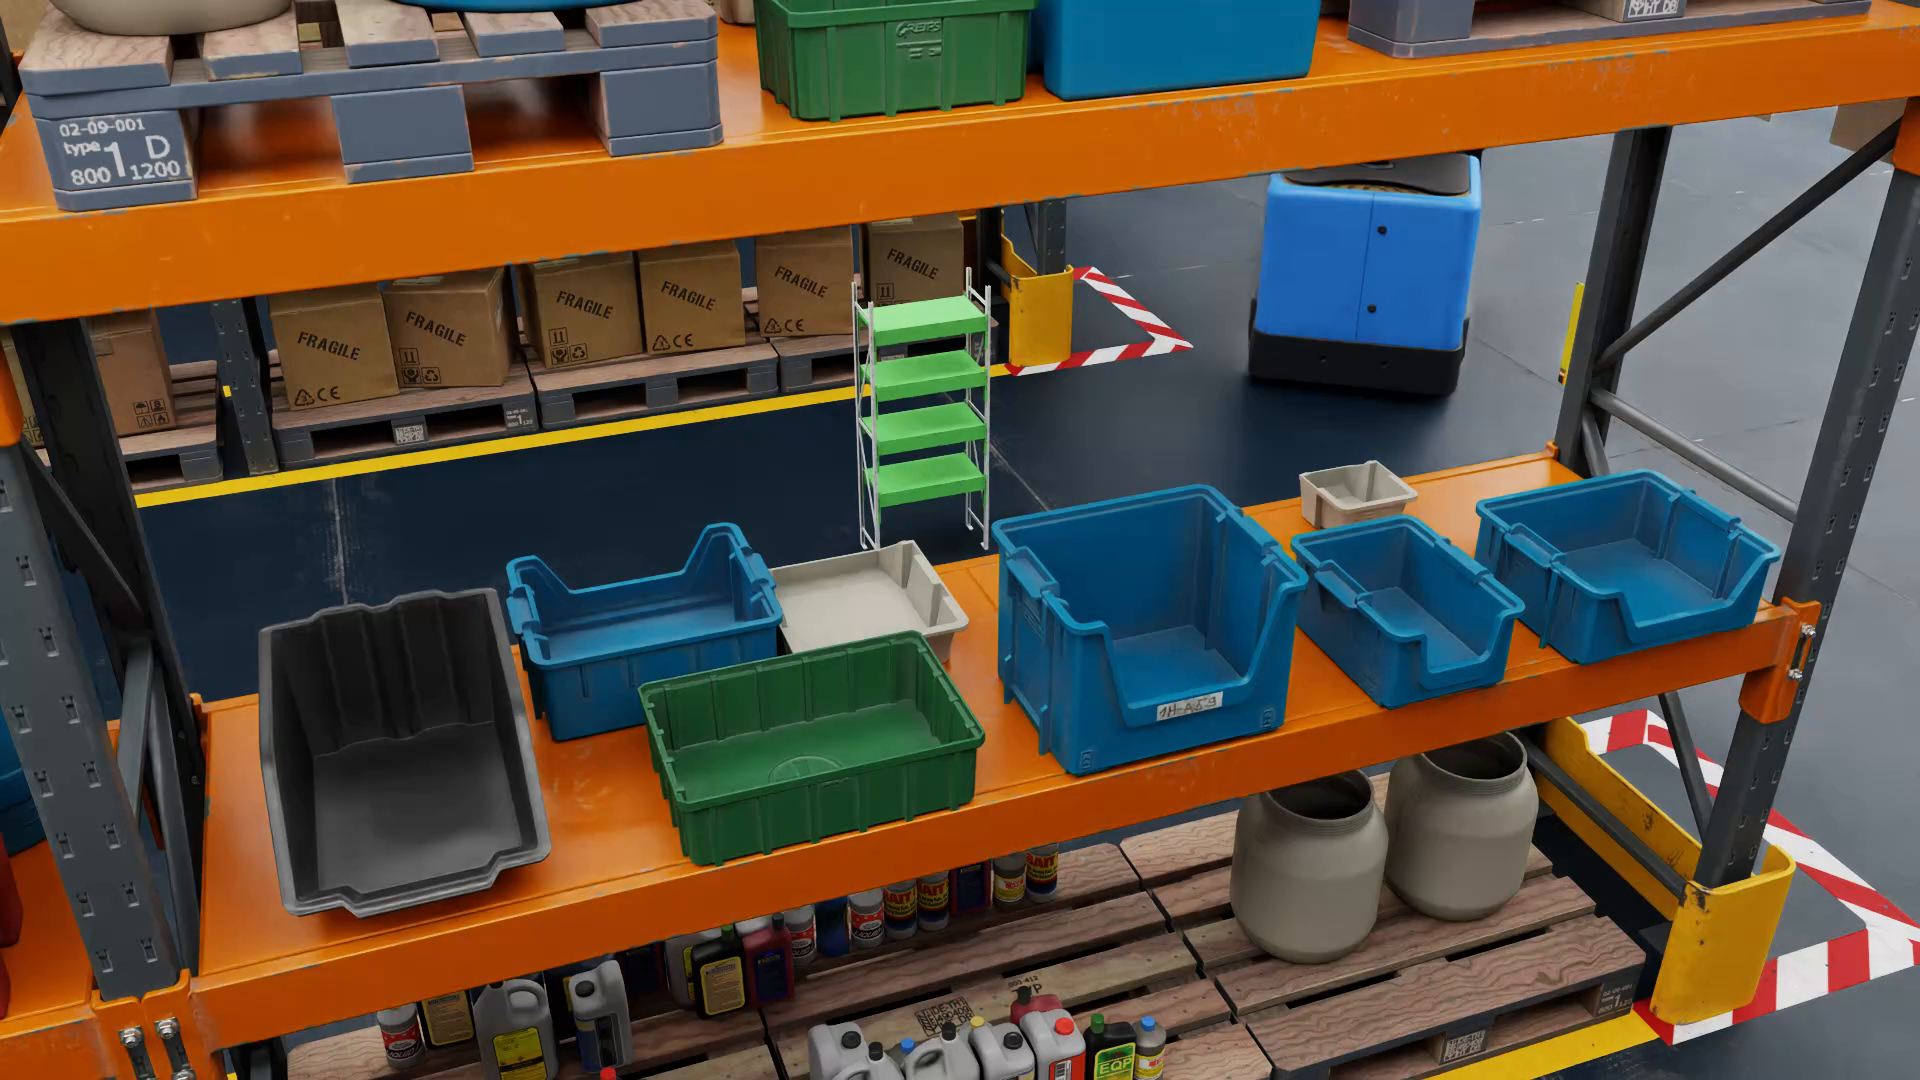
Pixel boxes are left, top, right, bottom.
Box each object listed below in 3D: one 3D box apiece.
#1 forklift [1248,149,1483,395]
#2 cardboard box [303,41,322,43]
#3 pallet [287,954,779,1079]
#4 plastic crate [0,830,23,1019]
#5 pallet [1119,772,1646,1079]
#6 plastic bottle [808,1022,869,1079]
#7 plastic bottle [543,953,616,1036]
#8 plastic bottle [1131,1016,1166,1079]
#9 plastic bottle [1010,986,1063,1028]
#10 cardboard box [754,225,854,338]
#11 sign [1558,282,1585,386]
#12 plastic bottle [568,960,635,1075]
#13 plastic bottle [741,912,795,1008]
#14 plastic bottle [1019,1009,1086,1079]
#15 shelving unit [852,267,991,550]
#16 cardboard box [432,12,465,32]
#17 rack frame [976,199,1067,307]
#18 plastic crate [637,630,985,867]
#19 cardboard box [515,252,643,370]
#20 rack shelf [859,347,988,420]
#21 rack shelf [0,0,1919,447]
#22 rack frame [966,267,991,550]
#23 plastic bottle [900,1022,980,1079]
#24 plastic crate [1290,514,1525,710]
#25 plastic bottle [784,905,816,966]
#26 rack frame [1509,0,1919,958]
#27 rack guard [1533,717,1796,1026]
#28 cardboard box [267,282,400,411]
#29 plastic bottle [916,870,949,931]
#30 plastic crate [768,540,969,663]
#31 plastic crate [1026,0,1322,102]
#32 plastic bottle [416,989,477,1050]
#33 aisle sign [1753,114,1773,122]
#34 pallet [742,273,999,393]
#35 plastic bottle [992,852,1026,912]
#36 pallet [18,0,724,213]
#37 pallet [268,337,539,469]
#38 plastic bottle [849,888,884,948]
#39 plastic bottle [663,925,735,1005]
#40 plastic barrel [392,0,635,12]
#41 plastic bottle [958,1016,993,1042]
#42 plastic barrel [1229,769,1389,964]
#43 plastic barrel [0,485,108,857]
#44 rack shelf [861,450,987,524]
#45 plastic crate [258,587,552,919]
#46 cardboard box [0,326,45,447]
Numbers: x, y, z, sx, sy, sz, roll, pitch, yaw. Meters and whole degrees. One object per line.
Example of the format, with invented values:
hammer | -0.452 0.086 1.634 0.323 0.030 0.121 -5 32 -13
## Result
forklift | 2.357 -2.720 9.064 1.130 2.935 3.031 7 30 12
cardboard box | -2.983 -2.059 7.433 0.500 0.500 0.875 -10 31 -18
pallet | -1.056 1.575 4.271 1.213 0.211 1.003 -10 31 -18
plastic crate | -2.047 0.658 3.000 0.583 0.464 0.402 -10 31 -18
pallet | 1.231 1.154 5.011 1.213 0.211 1.003 -10 31 -18
plastic bottle | -0.298 1.336 4.183 0.135 0.276 0.152 -10 31 -18
plastic bottle | -1.017 1.142 4.446 0.185 0.351 0.144 -12 32 -20
plastic bottle | 0.481 1.315 4.294 0.097 0.201 0.097 0 30 0
plastic bottle | 0.197 1.261 4.306 0.133 0.283 0.061 -10 31 -18
cardboard box | -0.817 -1.405 8.787 0.500 0.500 0.500 -3 30 -5
sign | 1.861 -0.606 5.004 0.005 0.325 0.100 -10 31 -18
plastic bottle | -0.942 1.239 4.352 0.135 0.276 0.152 -10 31 -18
plastic bottle | -0.523 1.139 4.520 0.133 0.283 0.061 -10 31 -18
plastic bottle | 0.235 1.314 4.221 0.135 0.276 0.152 -10 31 -17
shelving unit | -0.155 -0.493 6.903 0.503 1.200 0.258 -10 31 -18
cardboard box | -2.448 -2.491 7.181 0.500 0.500 0.500 -10 31 -18
rack frame | 0.322 -2.528 8.657 0.127 3.000 1.000 -10 31 -18
plastic crate | -0.329 0.449 3.645 0.662 0.188 0.450 -10 31 -18
cardboard box | -1.949 -1.230 8.480 0.500 0.500 0.500 -13 32 -22
rack shelf | -0.155 -0.646 6.816 0.480 0.148 0.258 -10 31 -18
rack shelf | 0.175 -0.875 3.453 4.000 0.370 1.077 -10 31 -18
rack frame | 0.074 -0.535 6.977 0.015 1.200 0.240 -10 31 -18
plastic bottle | -0.049 1.335 4.107 0.185 0.351 0.144 -9 31 -16
plastic crate | 1.074 0.169 4.073 0.408 0.251 0.499 -10 31 -18
plastic bottle | -0.459 1.092 4.685 0.097 0.201 0.097 0 30 0
rack frame | 2.049 -0.230 4.623 0.127 3.000 1.000 -10 31 -18
rack guard | 1.994 0.891 5.181 0.348 0.500 1.175 -10 31 -18
cardboard box | -3.038 -0.984 8.048 0.500 0.500 0.500 -11 32 -19
plastic bottle | -0.080 0.992 4.791 0.097 0.271 0.097 0 30 0
plastic crate | -0.266 0.177 4.175 0.437 0.136 0.530 -10 31 -18
plastic crate | 0.367 -1.057 3.062 0.575 0.384 0.392 -10 31 -18
plastic bottle | -1.364 1.213 4.389 0.133 0.283 0.061 -9 31 -15
aisle sign | 2.015 -1.508 4.240 0.004 0.787 0.394 -10 31 -18
pallet | -0.523 -1.179 9.107 1.213 0.211 1.003 -10 31 -18
plastic bottle | 0.144 0.981 4.880 0.097 0.201 0.097 0 30 0
pallet | -1.058 -0.931 3.014 1.003 0.211 1.213 -10 31 -18
pallet | -2.810 -0.758 8.368 1.213 0.211 1.003 -10 31 -18
plastic bottle | -0.267 1.057 4.748 0.097 0.201 0.097 0 30 0
plastic bottle | -0.714 1.087 4.544 0.185 0.351 0.144 -11 31 -18
plastic barrel | -0.730 -1.365 2.655 0.708 0.901 0.600 -10 31 -18
plastic bottle | 0.044 1.315 4.294 0.097 0.201 0.097 0 30 0
plastic barrel | 0.989 0.904 4.722 0.421 0.512 0.421 0 30 0
plastic barrel | -2.167 0.169 3.417 0.708 0.901 0.600 -10 31 -18
rack shelf | -0.155 -0.229 7.053 0.480 0.148 0.258 -10 31 -18
plastic crate | -1.165 0.456 3.482 0.504 0.338 0.767 -10 31 -18
cardboard box | -4.463 -0.773 7.657 0.500 0.500 0.700 -11 31 -18
